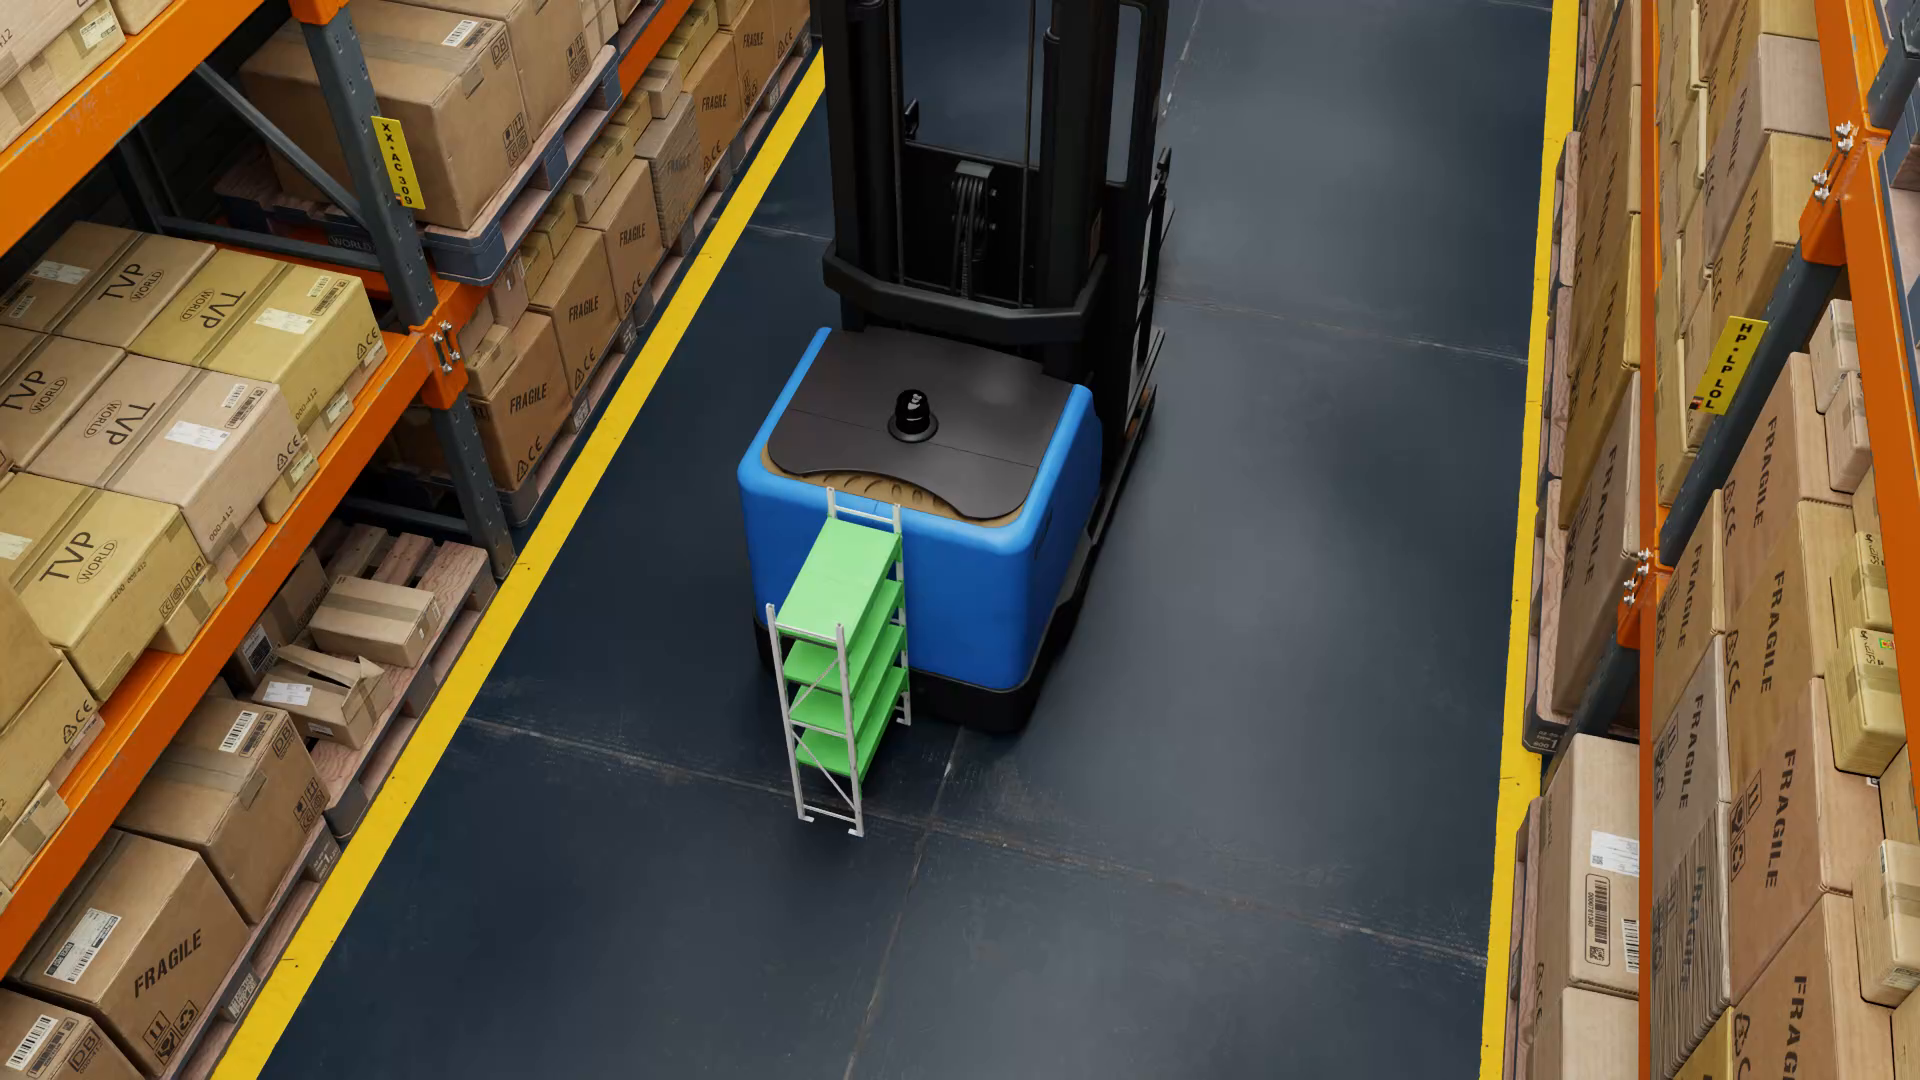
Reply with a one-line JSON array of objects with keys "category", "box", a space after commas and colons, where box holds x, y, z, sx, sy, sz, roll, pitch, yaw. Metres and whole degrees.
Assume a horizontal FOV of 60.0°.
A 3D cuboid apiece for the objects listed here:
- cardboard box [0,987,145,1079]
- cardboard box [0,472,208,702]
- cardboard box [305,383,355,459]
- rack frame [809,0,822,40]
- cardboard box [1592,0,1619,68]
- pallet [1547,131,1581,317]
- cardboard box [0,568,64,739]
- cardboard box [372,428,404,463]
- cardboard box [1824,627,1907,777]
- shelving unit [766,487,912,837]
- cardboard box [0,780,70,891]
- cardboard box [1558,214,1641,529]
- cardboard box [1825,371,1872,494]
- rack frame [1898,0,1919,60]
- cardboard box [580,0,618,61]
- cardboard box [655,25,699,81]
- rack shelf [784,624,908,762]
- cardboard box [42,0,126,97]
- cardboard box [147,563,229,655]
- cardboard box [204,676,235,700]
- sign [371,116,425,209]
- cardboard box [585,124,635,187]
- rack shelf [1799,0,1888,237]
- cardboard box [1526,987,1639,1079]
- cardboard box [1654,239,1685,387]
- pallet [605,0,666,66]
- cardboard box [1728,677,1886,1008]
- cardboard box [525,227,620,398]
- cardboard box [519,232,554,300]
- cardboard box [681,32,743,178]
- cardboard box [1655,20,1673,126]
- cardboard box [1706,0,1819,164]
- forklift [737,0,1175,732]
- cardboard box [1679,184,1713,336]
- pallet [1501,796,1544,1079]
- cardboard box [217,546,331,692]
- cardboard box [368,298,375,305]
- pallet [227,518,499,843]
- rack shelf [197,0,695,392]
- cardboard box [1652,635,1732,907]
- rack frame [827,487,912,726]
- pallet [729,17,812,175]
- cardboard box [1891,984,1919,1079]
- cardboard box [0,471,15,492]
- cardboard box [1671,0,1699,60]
[{"category": "cardboard box", "box": [-2.792, 1.575, 4.665, 0.700, 0.500, 0.500, 13, 50, 12]}, {"category": "cardboard box", "box": [-2.415, 0.119, 4.465, 0.500, 0.250, 0.500, 11, 50, 10]}, {"category": "cardboard box", "box": [-2.142, -0.416, 5.203, 0.380, 0.149, 0.250, 13, 50, 11]}, {"category": "rack frame", "box": [-1.201, -3.866, 8.080, 1.000, 3.000, 0.127, 12, 50, 10]}, {"category": "cardboard box", "box": [3.747, -2.565, 8.404, 0.950, 0.372, 0.625, 9, 49, 7]}, {"category": "pallet", "box": [3.308, -1.411, 7.773, 1.003, 0.211, 1.213, 12, 50, 10]}, {"category": "cardboard box", "box": [-2.533, 0.264, 3.837, 0.500, 0.500, 0.500, 13, 50, 11]}, {"category": "cardboard box", "box": [-2.410, -0.698, 6.671, 0.500, 0.500, 0.500, 11, 50, 10]}, {"category": "cardboard box", "box": [1.901, 0.339, 3.203, 0.380, 0.149, 0.250, 10, 49, 9]}, {"category": "shelving unit", "box": [-0.375, 0.432, 5.480, 0.258, 1.200, 0.503, 14, 51, 12]}, {"category": "cardboard box", "box": [-2.519, 0.704, 4.214, 0.380, 0.149, 0.250, 13, 50, 11]}, {"category": "cardboard box", "box": [2.852, -0.551, 6.291, 0.875, 0.875, 0.875, 13, 50, 11]}, {"category": "cardboard box", "box": [2.150, -0.208, 3.686, 0.380, 0.149, 0.250, 12, 50, 11]}, {"category": "rack frame", "box": [2.535, -1.981, 2.415, 1.000, 3.000, 0.127, 12, 50, 10]}, {"category": "cardboard box", "box": [-1.518, -1.996, 6.239, 0.396, 0.266, 0.258, 14, 50, 12]}, {"category": "cardboard box", "box": [-1.419, -2.237, 7.597, 0.380, 0.149, 0.250, 11, 49, 9]}, {"category": "rack shelf", "box": [-0.374, 0.473, 5.529, 0.258, 0.148, 0.480, 14, 51, 12]}, {"category": "cardboard box", "box": [-2.210, -1.194, 3.889, 0.380, 0.149, 0.250, 13, 50, 11]}, {"category": "cardboard box", "box": [-2.322, 0.151, 4.702, 0.380, 0.149, 0.250, 11, 49, 9]}, {"category": "cardboard box", "box": [-2.770, 0.577, 5.780, 0.380, 0.149, 0.250, 11, 49, 10]}, {"category": "sign", "box": [-1.729, -1.157, 5.112, 0.100, 0.325, 0.005, 12, 50, 10]}, {"category": "cardboard box", "box": [-1.620, -1.663, 7.090, 0.380, 0.149, 0.250, 13, 50, 11]}, {"category": "rack shelf", "box": [3.062, -2.197, 5.086, 1.077, 0.370, 4.000, 12, 50, 10]}, {"category": "cardboard box", "box": [2.032, 1.794, 4.514, 0.875, 0.438, 0.875, 10, 49, 9]}, {"category": "cardboard box", "box": [2.545, -0.688, 5.376, 0.500, 0.250, 0.500, 11, 49, 10]}, {"category": "pallet", "box": [-1.709, -2.394, 6.910, 1.003, 0.211, 1.213, 12, 50, 10]}, {"category": "cardboard box", "box": [1.892, 0.670, 3.344, 0.500, 0.500, 0.500, 12, 50, 11]}, {"category": "cardboard box", "box": [-1.779, -0.977, 6.917, 0.500, 0.500, 0.500, 11, 49, 10]}, {"category": "cardboard box", "box": [-1.848, -1.109, 6.602, 0.380, 0.149, 0.250, 9, 49, 8]}, {"category": "cardboard box", "box": [-1.382, -2.090, 7.900, 0.500, 0.500, 0.500, 14, 50, 12]}, {"category": "cardboard box", "box": [2.955, -1.782, 6.341, 0.500, 0.250, 0.500, 13, 50, 11]}, {"category": "cardboard box", "box": [2.692, -1.471, 5.233, 0.500, 0.500, 0.500, 13, 50, 11]}, {"category": "forklift", "box": [0.198, -1.413, 5.961, 1.130, 2.935, 3.031, 14, 50, 12]}, {"category": "cardboard box", "box": [2.541, -0.841, 5.177, 0.500, 0.250, 0.500, 13, 50, 11]}, {"category": "pallet", "box": [2.260, 1.462, 5.238, 1.003, 0.211, 1.213, 12, 50, 10]}, {"category": "cardboard box", "box": [-2.656, 0.210, 5.996, 0.500, 0.311, 0.500, 13, 50, 11]}, {"category": "cardboard box", "box": [-2.436, -0.822, 6.348, 0.380, 0.149, 0.250, 10, 49, 9]}, {"category": "pallet", "box": [-2.436, 0.447, 6.134, 1.003, 0.211, 1.213, 12, 50, 10]}, {"category": "rack shelf", "box": [-1.728, -2.181, 7.073, 1.077, 0.370, 4.000, 12, 50, 10]}, {"category": "cardboard box", "box": [2.023, 0.622, 4.052, 0.500, 0.500, 0.500, 12, 50, 10]}, {"category": "rack frame", "box": [-0.297, 0.255, 5.629, 0.240, 1.200, 0.015, 14, 51, 12]}, {"category": "pallet", "box": [-1.434, -2.410, 8.655, 1.003, 0.211, 1.213, 12, 50, 10]}, {"category": "cardboard box", "box": [1.754, 0.900, 2.708, 0.380, 0.149, 0.250, 13, 50, 11]}, {"category": "cardboard box", "box": [-2.908, 0.021, 4.551, 0.500, 0.250, 0.500, 13, 50, 11]}, {"category": "cardboard box", "box": [2.936, -1.955, 6.160, 0.500, 0.250, 0.500, 11, 50, 10]}]
